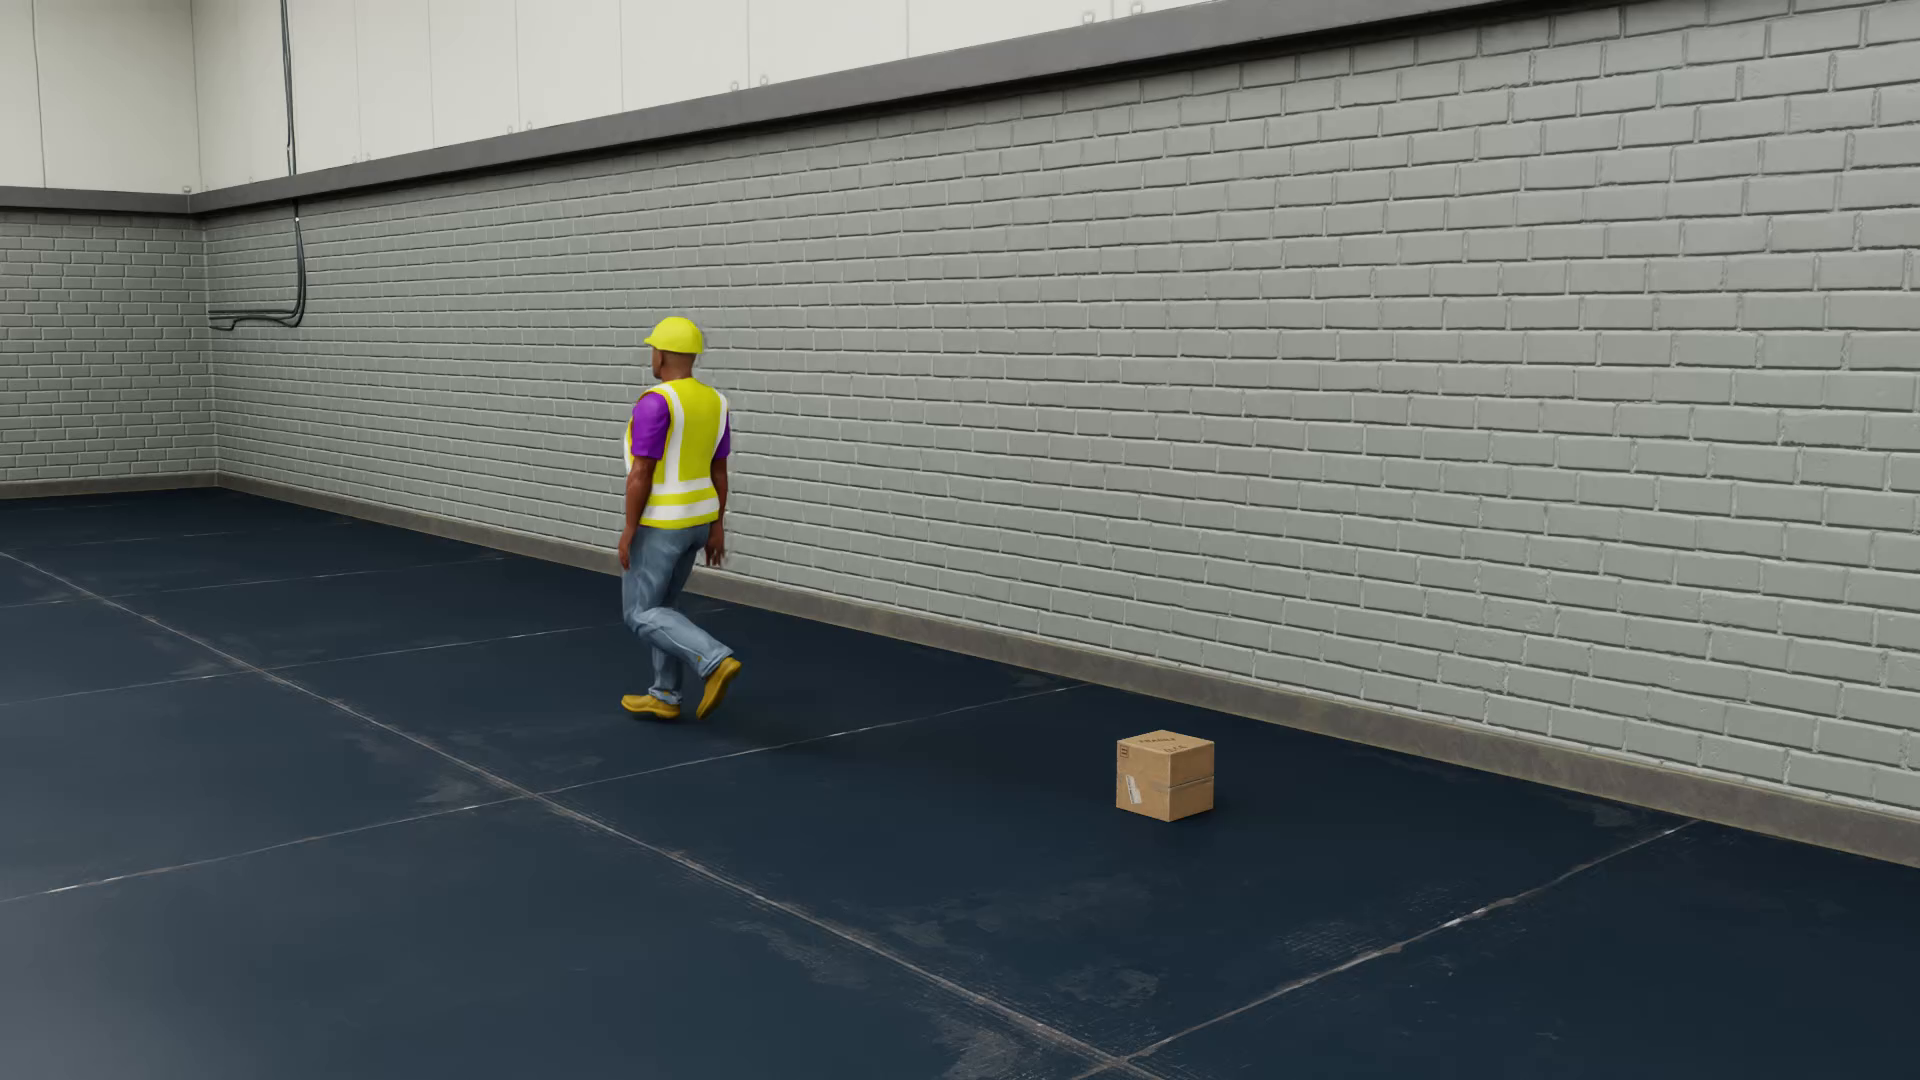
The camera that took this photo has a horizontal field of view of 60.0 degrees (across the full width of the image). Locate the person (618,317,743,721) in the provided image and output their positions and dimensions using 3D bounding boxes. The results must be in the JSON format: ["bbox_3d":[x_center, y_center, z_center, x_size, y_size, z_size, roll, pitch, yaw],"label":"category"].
[{"bbox_3d":[-1.206,-0.076,7.122,0.740,1.747,0.575,4,8,26],"label":"person"}]
